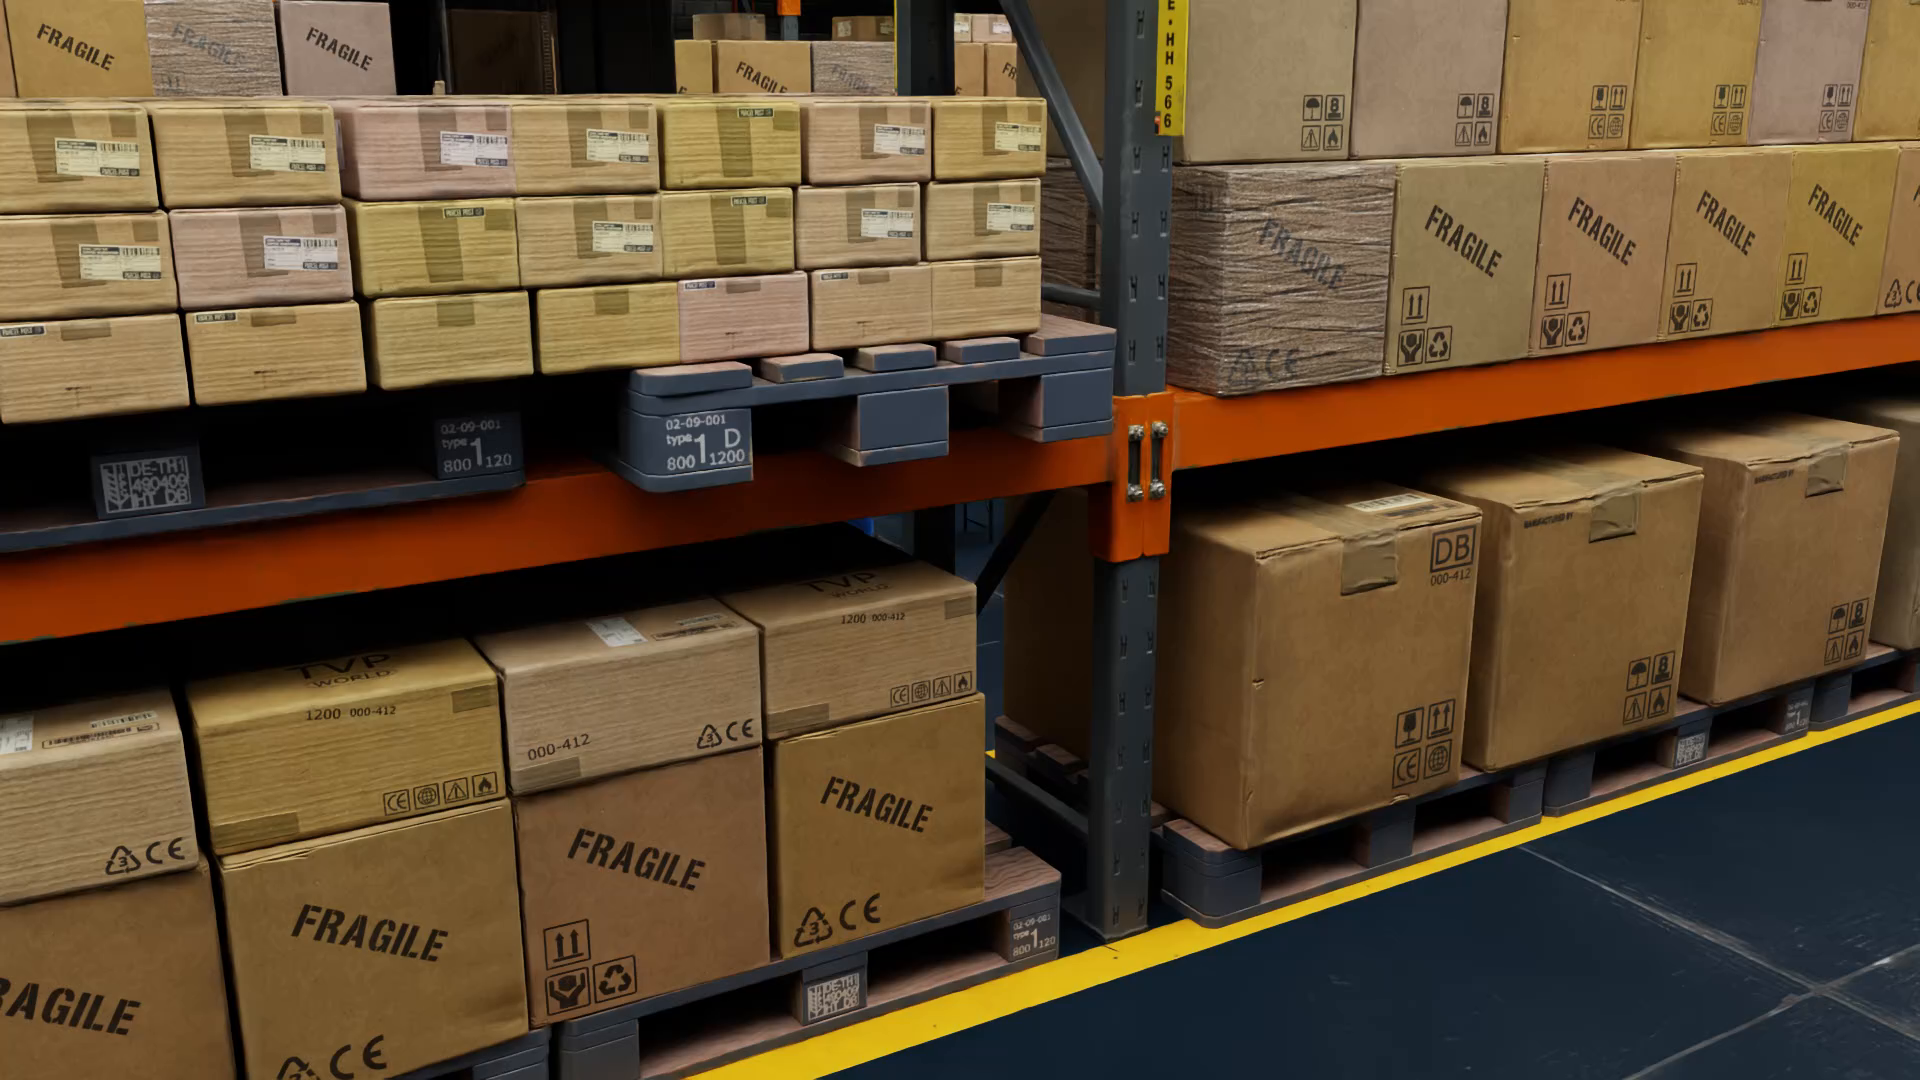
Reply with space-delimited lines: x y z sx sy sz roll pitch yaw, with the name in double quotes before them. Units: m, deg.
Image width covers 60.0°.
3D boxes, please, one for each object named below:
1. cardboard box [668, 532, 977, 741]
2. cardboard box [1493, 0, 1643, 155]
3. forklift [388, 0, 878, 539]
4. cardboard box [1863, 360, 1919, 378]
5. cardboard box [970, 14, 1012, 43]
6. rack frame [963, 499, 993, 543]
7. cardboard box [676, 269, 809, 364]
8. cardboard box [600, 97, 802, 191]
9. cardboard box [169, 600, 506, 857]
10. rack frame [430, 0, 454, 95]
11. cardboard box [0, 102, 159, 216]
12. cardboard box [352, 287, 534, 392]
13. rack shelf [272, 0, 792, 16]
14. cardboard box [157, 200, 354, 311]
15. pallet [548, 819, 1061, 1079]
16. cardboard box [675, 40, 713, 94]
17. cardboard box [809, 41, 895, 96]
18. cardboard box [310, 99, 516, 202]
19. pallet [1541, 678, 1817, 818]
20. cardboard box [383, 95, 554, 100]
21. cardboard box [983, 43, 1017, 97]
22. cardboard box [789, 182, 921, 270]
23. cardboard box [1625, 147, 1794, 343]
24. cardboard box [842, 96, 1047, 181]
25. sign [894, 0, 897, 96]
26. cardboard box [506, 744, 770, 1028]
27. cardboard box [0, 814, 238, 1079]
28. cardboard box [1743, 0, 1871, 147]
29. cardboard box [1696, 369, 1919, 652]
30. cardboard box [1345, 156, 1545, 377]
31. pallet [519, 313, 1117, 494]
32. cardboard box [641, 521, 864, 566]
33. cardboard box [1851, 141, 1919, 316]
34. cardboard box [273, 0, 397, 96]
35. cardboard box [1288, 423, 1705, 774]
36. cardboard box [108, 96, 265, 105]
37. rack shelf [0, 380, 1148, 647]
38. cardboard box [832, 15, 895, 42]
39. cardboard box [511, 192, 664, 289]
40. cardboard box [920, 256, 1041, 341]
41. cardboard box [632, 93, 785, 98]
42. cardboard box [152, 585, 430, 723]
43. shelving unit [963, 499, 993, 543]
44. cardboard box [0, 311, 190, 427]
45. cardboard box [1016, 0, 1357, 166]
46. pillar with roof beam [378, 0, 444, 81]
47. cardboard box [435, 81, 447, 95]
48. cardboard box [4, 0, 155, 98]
"cardboard box" -0.306 0.193 3.628 0.500 0.250 0.500 -10 18 -31
"cardboard box" 1.407 -1.335 4.578 0.500 0.500 0.700 -10 18 -31
"forklift" -1.715 -0.953 5.379 3.031 2.935 1.130 -15 22 -43
"cardboard box" 4.149 -0.410 6.472 0.875 0.875 0.875 -9 18 -29
"cardboard box" 0.075 -2.781 9.057 0.250 0.149 0.380 -10 18 -31
"rack frame" 0.080 -0.446 7.335 0.006 0.900 0.240 -9 18 -30
"cardboard box" -0.475 -0.440 3.108 0.250 0.149 0.380 -9 18 -29
"cardboard box" -0.480 -0.726 3.027 0.250 0.149 0.380 -9 18 -28
"cardboard box" -1.177 0.333 3.130 0.500 0.250 0.500 -9 18 -28
"rack frame" -2.490 -1.734 8.040 0.127 3.000 1.000 -9 18 -30
"cardboard box" -1.372 -0.581 2.512 0.250 0.149 0.380 -9 18 -28
"cardboard box" -0.920 -0.368 2.852 0.250 0.149 0.380 -10 19 -32
"rack shelf" -3.336 -4.258 12.819 4.000 0.370 1.077 -9 18 -30
"cardboard box" -1.148 -0.474 2.679 0.250 0.149 0.380 -9 18 -28
"pallet" -0.525 0.848 3.994 1.213 0.211 1.003 -9 18 -30
"cardboard box" -1.543 -2.211 8.226 0.500 0.500 0.500 -8 18 -27
"cardboard box" -0.658 -2.354 8.736 0.500 0.500 0.500 -10 19 -32
"cardboard box" -0.916 -0.656 2.777 0.250 0.149 0.380 -9 18 -30
"pallet" 1.905 0.479 5.310 1.213 0.211 1.003 -9 18 -30
"cardboard box" -1.019 -0.844 3.447 0.250 0.149 0.380 -10 19 -32
"cardboard box" 0.236 -2.497 9.247 0.500 0.500 0.500 -9 18 -29
"cardboard box" -0.271 -0.616 3.187 0.250 0.149 0.380 -8 18 -28
"cardboard box" 1.964 -0.861 4.740 0.500 0.500 0.500 -9 18 -30
"cardboard box" -0.039 -0.797 3.280 0.250 0.149 0.380 -10 19 -32
"sign" -0.143 -1.289 4.304 0.005 0.325 0.100 -9 18 -30
"cardboard box" -0.731 0.622 3.488 0.500 0.500 0.500 -8 18 -27
"cardboard box" -1.619 0.763 2.983 0.500 0.500 0.500 -9 18 -29
"cardboard box" 2.278 -1.476 5.081 0.500 0.500 0.700 -9 18 -29
"cardboard box" 3.088 -0.171 5.853 0.750 0.750 1.050 -9 18 -30
"cardboard box" 1.104 -0.723 4.245 0.500 0.500 0.500 -9 18 -30
"pallet" -0.411 -0.387 3.589 1.003 0.211 1.213 -9 18 -30
"cardboard box" -0.570 0.077 4.042 0.500 0.250 0.500 -10 19 -32
"cardboard box" 2.831 -1.003 5.244 0.500 0.500 0.500 -9 18 -30
"cardboard box" -2.799 -2.132 7.419 0.500 0.500 0.500 -10 18 -31
"cardboard box" 1.461 0.092 4.915 0.750 0.750 1.050 -9 18 -29
"cardboard box" -1.476 -0.768 3.179 0.250 0.149 0.380 -9 18 -28
"rack shelf" -1.569 0.021 3.109 4.000 0.370 1.077 -9 18 -30
"cardboard box" -0.525 -2.838 9.260 0.250 0.149 0.380 -8 18 -27
"cardboard box" -0.710 -0.544 2.930 0.250 0.149 0.380 -9 18 -30
"cardboard box" -0.041 -0.509 3.357 0.250 0.149 0.380 -9 18 -29
"cardboard box" -0.579 -0.913 3.696 0.250 0.149 0.380 -10 18 -31
"cardboard box" -1.436 0.213 3.555 0.500 0.250 0.500 -9 18 -29
"shelving unit" -0.007 -0.432 7.284 0.210 0.900 0.258 -9 18 -30
"cardboard box" -1.375 -0.294 2.588 0.250 0.149 0.380 -10 19 -32
"cardboard box" 0.535 -1.193 4.070 0.500 0.500 0.700 -9 18 -30
"pillar with roof beam" -2.180 -5.165 9.162 0.400 9.000 9.100 -9 18 -30
"cardboard box" -3.972 -3.337 12.371 0.250 0.149 0.380 -9 18 -29
"cardboard box" -3.664 -1.991 6.917 0.500 0.500 0.500 -9 18 -30
